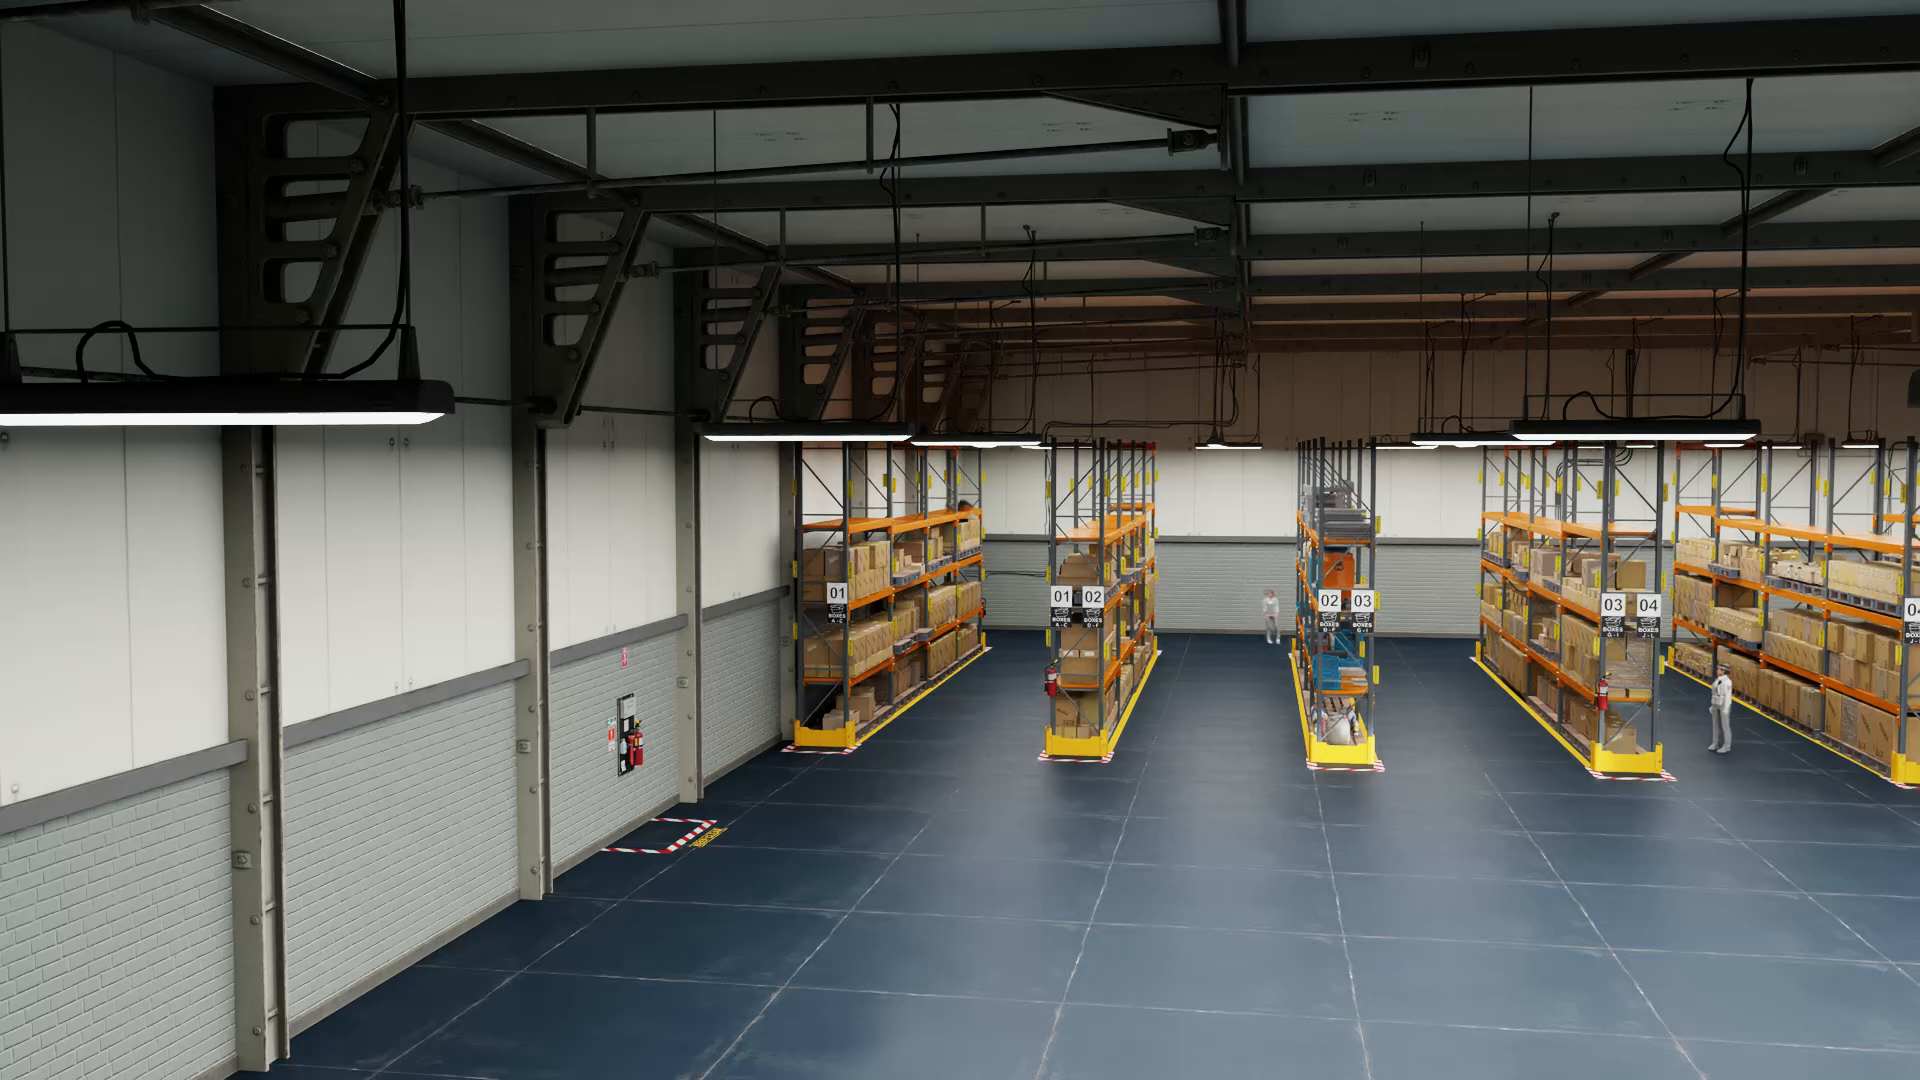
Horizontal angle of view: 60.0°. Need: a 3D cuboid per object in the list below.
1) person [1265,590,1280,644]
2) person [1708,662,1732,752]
[{"bbox_3d":[9.373,2.295,49.818,0.473,1.602,0.354,1,3,17],"label":"person"},{"bbox_3d":[14.559,3.188,31.824,0.382,1.694,0.511,-1,3,-18],"label":"person"}]
